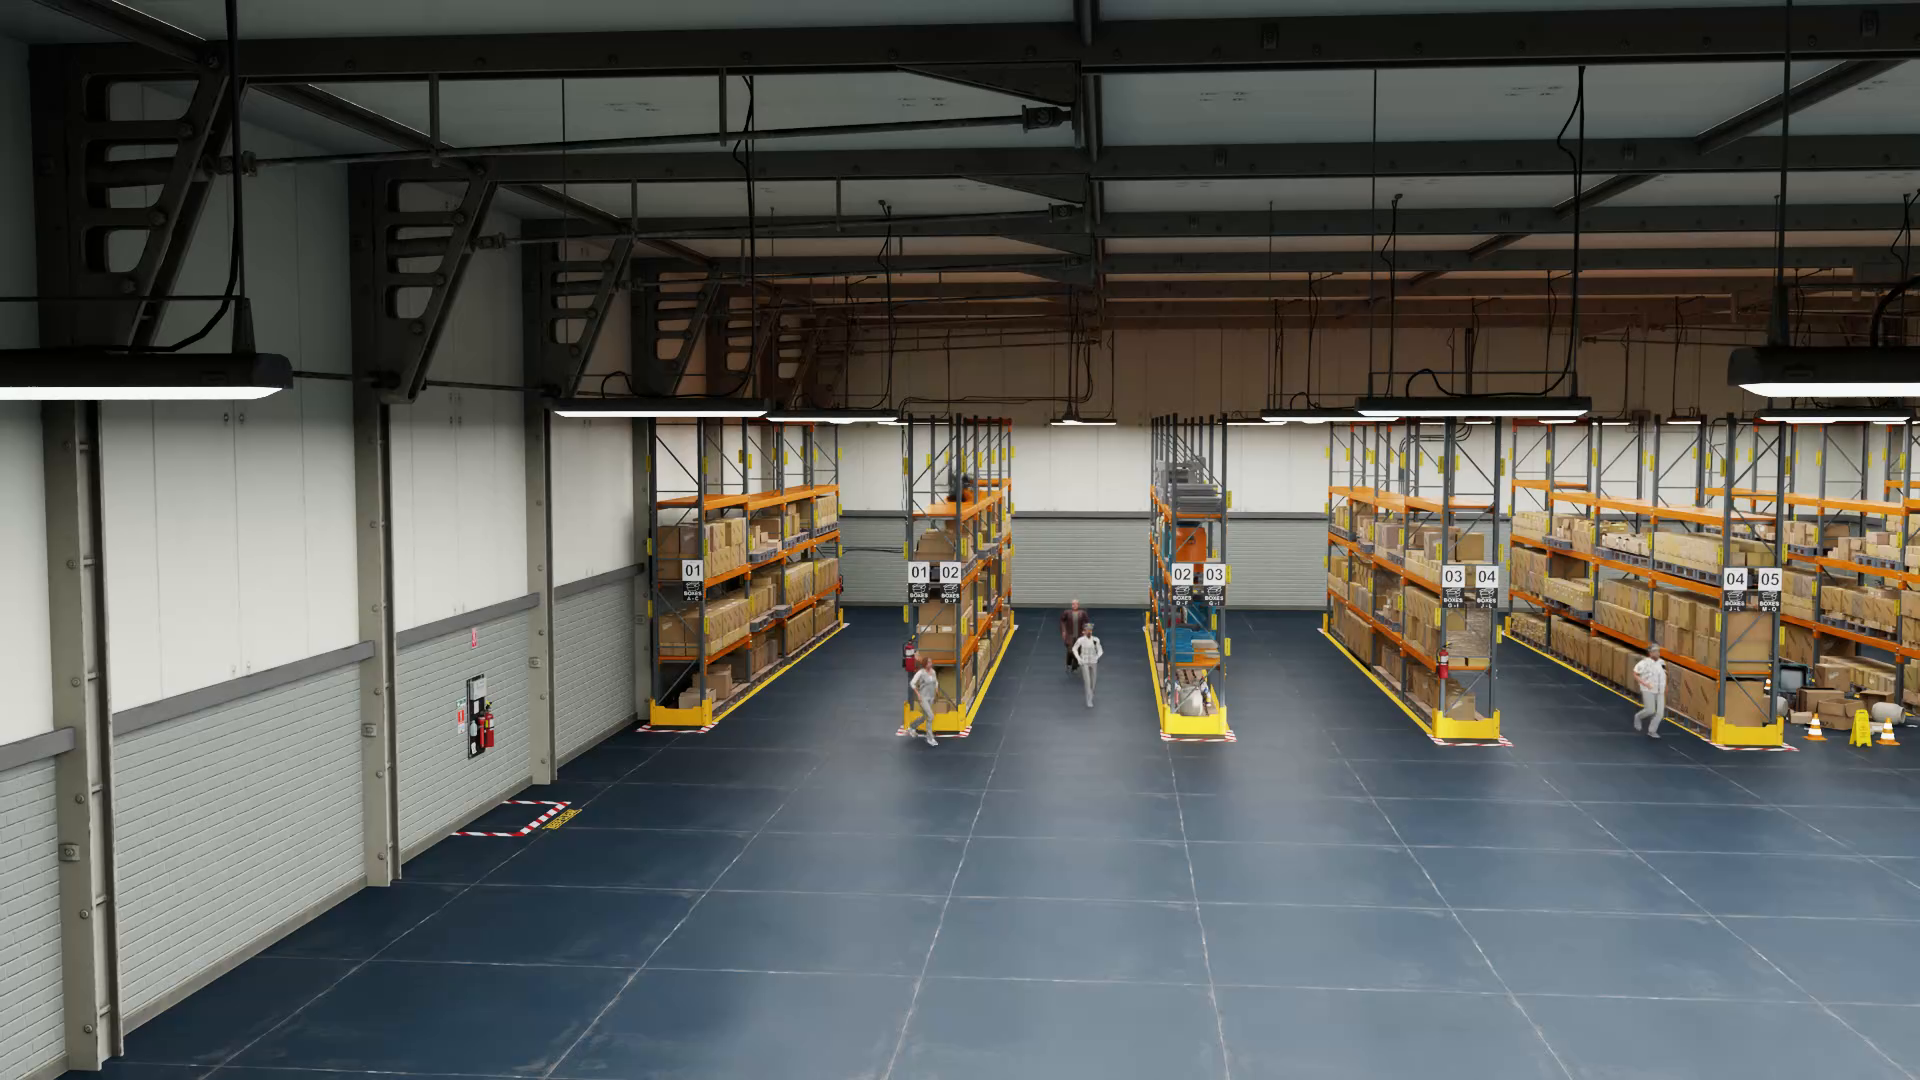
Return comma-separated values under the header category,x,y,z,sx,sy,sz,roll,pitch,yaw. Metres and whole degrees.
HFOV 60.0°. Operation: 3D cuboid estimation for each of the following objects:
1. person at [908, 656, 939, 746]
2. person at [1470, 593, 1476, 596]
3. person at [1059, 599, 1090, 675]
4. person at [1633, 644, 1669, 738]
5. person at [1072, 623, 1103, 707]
category,x,y,z,sx,sy,sz,roll,pitch,yaw
person,-0.638,2.887,30.108,0.534,1.586,0.813,-4,5,-44
person,14.345,1.731,46.822,0.579,1.740,0.854,-4,5,-44
person,2.654,2.236,38.263,0.717,1.747,0.644,0,4,-3
person,12.843,2.778,30.870,0.703,1.738,0.593,-1,4,-12
person,2.635,2.548,34.274,0.625,1.681,0.708,0,4,-5
